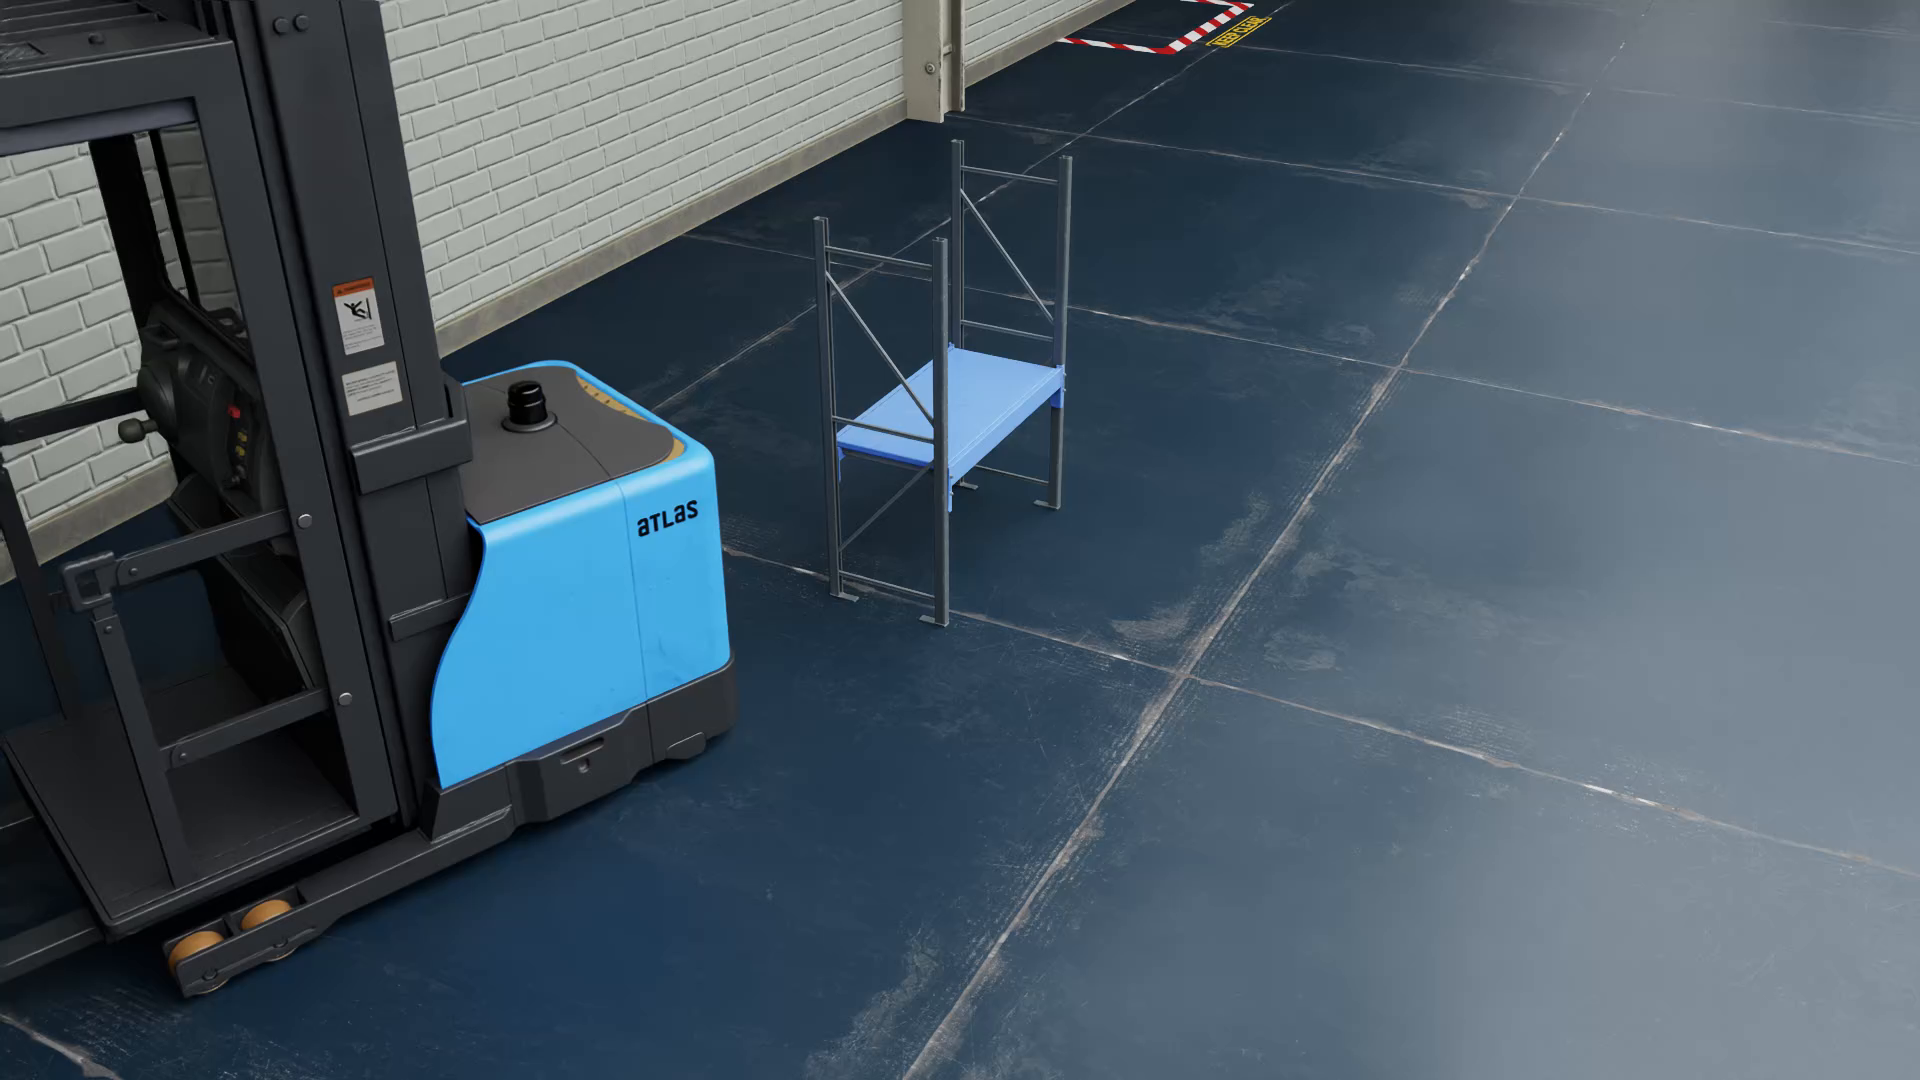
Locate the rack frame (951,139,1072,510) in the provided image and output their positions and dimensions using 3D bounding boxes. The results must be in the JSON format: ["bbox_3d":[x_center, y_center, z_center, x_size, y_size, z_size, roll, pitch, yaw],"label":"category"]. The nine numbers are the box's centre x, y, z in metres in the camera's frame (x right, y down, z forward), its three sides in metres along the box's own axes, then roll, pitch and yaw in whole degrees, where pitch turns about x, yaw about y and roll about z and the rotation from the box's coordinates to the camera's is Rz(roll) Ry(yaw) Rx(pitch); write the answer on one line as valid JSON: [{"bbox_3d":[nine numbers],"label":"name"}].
[{"bbox_3d":[0.193,-0.838,6.703,0.500,1.500,0.032,14,33,23],"label":"rack frame"}]

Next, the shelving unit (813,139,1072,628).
[{"bbox_3d":[-0.039,-0.613,6.311,0.538,1.500,1.048,14,33,23],"label":"shelving unit"}]

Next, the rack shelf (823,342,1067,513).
[{"bbox_3d":[-0.039,-0.457,6.400,0.538,0.185,1.000,14,33,23],"label":"rack shelf"}]

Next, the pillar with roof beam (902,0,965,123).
[{"bbox_3d":[3.643,-6.054,8.257,9.100,9.000,0.400,14,33,23],"label":"pillar with roof beam"}]

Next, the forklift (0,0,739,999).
[{"bbox_3d":[-2.190,-0.320,4.364,3.031,2.935,1.130,-23,37,-34],"label":"forklift"}]

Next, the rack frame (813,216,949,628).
[{"bbox_3d":[-0.270,-0.387,5.918,0.500,1.500,0.032,14,33,23],"label":"rack frame"}]
